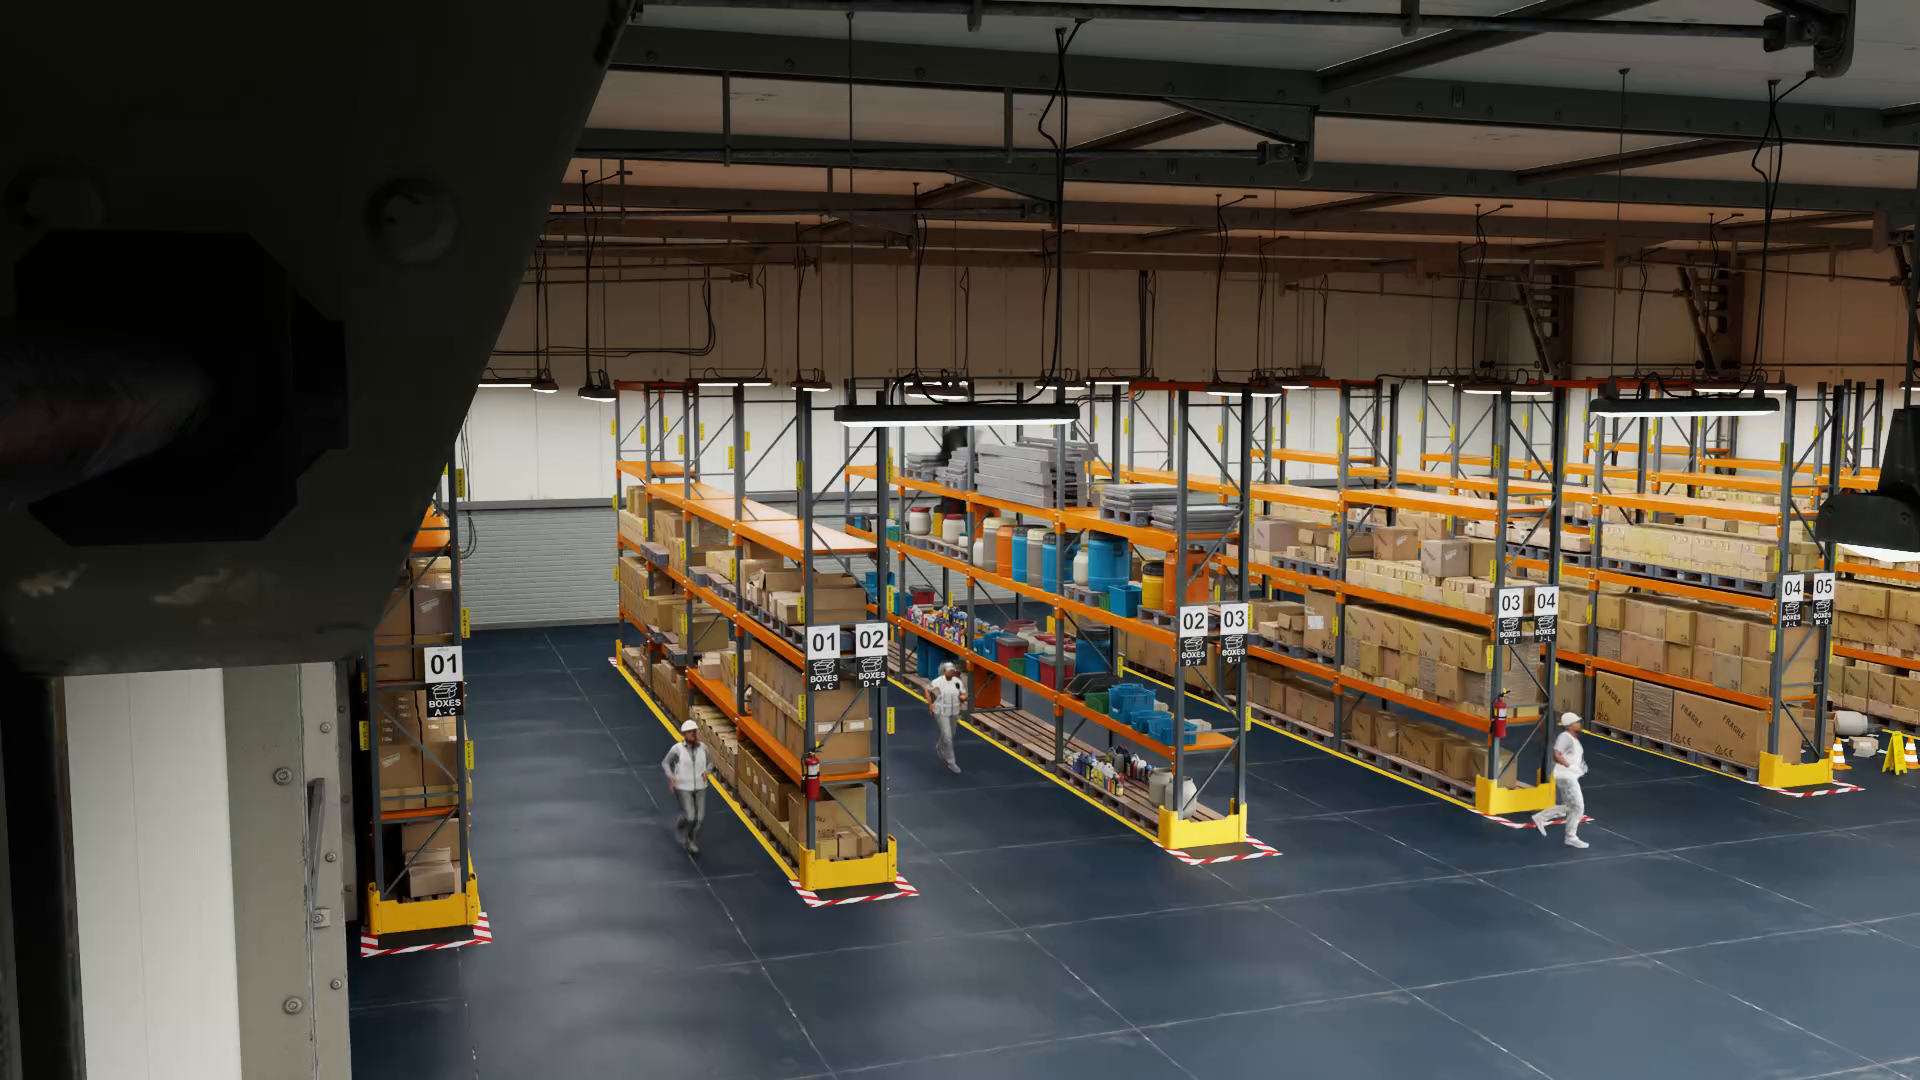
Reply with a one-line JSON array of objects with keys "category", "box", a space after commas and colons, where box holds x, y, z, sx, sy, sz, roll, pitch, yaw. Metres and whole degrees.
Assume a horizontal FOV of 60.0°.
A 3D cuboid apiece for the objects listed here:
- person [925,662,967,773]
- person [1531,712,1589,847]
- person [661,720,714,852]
[{"category": "person", "box": [-0.194, 2.730, 26.050, 0.599, 1.668, 0.903, -3, 7, -28]}, {"category": "person", "box": [8.010, 3.150, 22.090, 0.743, 1.737, 0.729, 3, 7, 27]}, {"category": "person", "box": [-3.471, 3.200, 21.504, 0.650, 1.732, 0.566, -3, 7, -28]}]
